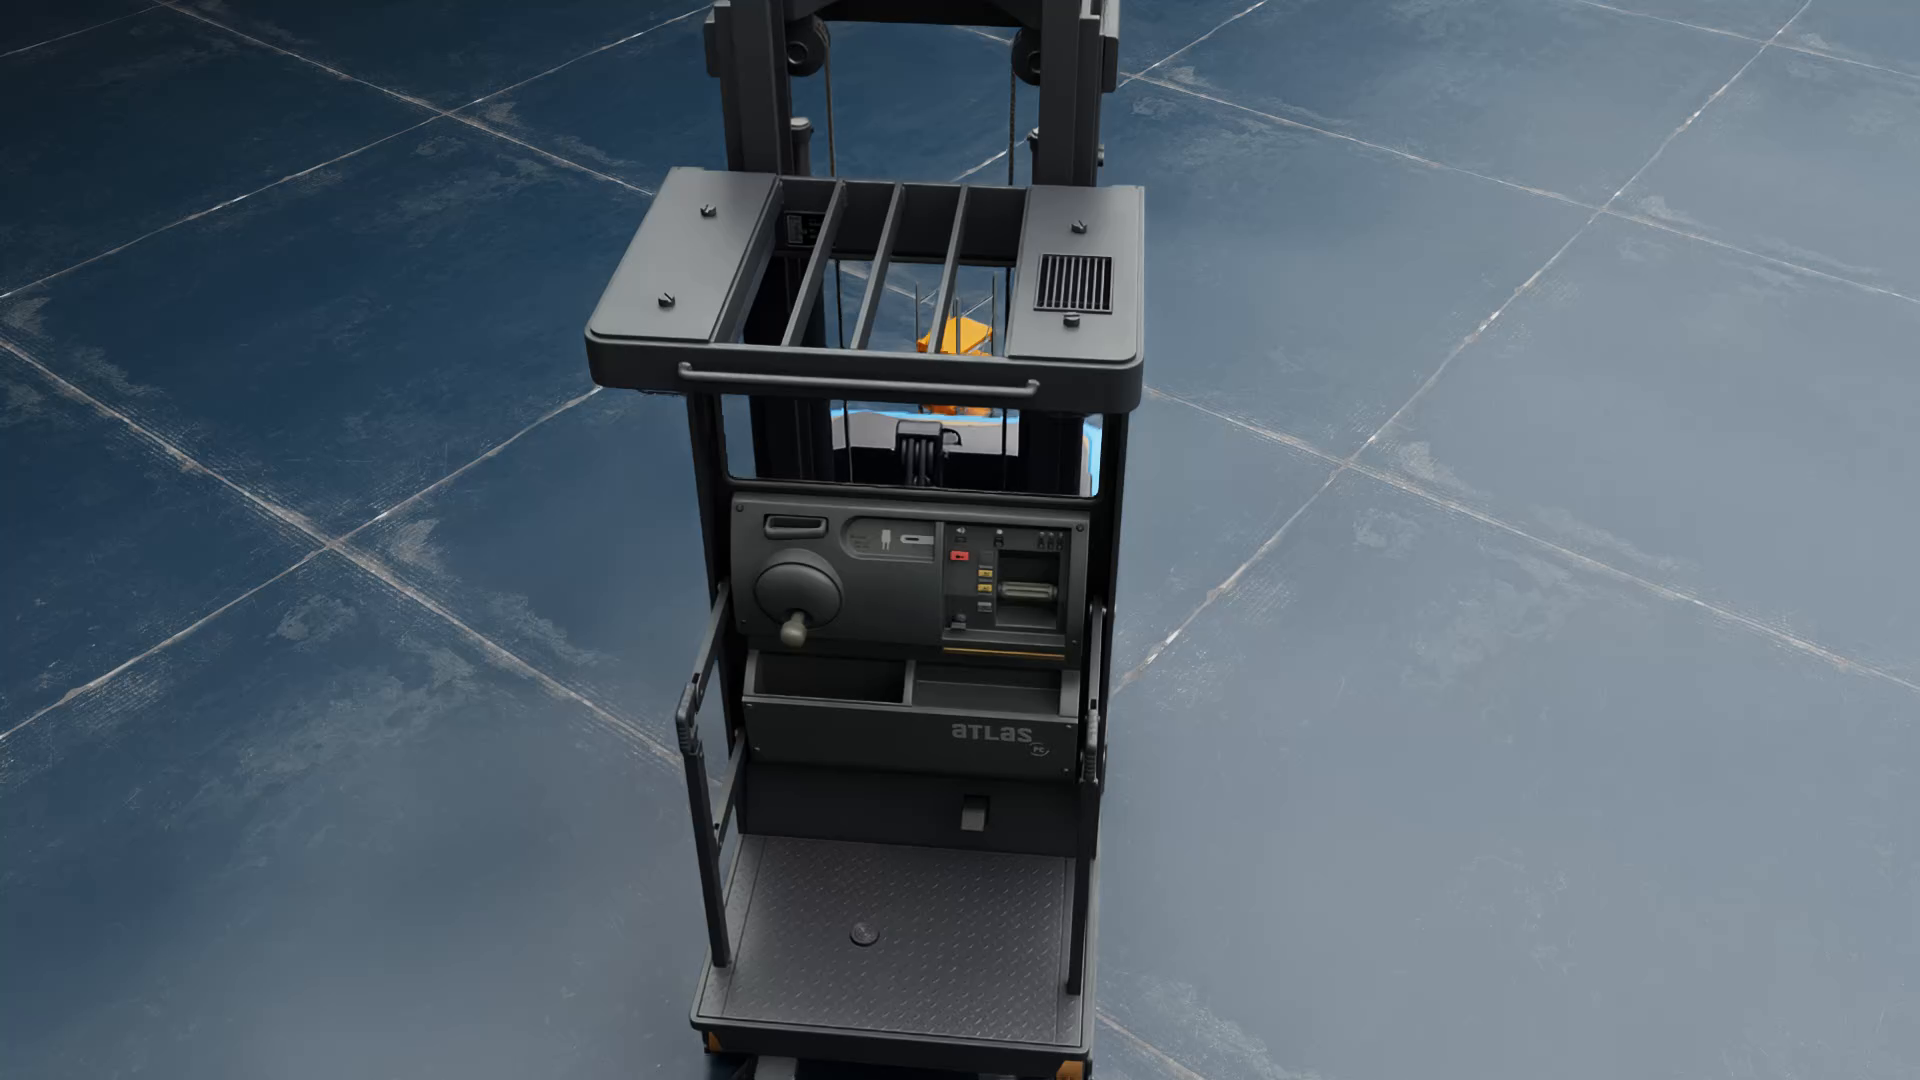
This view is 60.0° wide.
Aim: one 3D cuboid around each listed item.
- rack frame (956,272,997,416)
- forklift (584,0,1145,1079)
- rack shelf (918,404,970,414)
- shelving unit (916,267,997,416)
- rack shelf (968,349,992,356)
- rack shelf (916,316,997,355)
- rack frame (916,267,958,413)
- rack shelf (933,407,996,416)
[{"bbox_3d":[0.061,-0.444,6.343,0.006,1.200,0.240,25,45,29],"label":"rack frame"},{"bbox_3d":[-0.152,0.172,4.153,1.130,2.935,3.031,3,38,4],"label":"forklift"},{"bbox_3d":[-0.011,-0.537,6.340,0.180,0.103,0.258,25,45,29],"label":"rack shelf"},{"bbox_3d":[-0.011,-0.478,6.387,0.189,1.200,0.258,25,45,29],"label":"shelving unit"},{"bbox_3d":[-0.012,-0.632,6.266,0.180,0.103,0.258,25,45,29],"label":"rack shelf"},{"bbox_3d":[-0.012,-0.726,6.193,0.180,0.103,0.258,25,45,29],"label":"rack shelf"},{"bbox_3d":[-0.084,-0.512,6.431,0.006,1.200,0.240,25,45,29],"label":"rack frame"},{"bbox_3d":[-0.011,-0.443,6.414,0.180,0.103,0.258,25,45,29],"label":"rack shelf"}]
